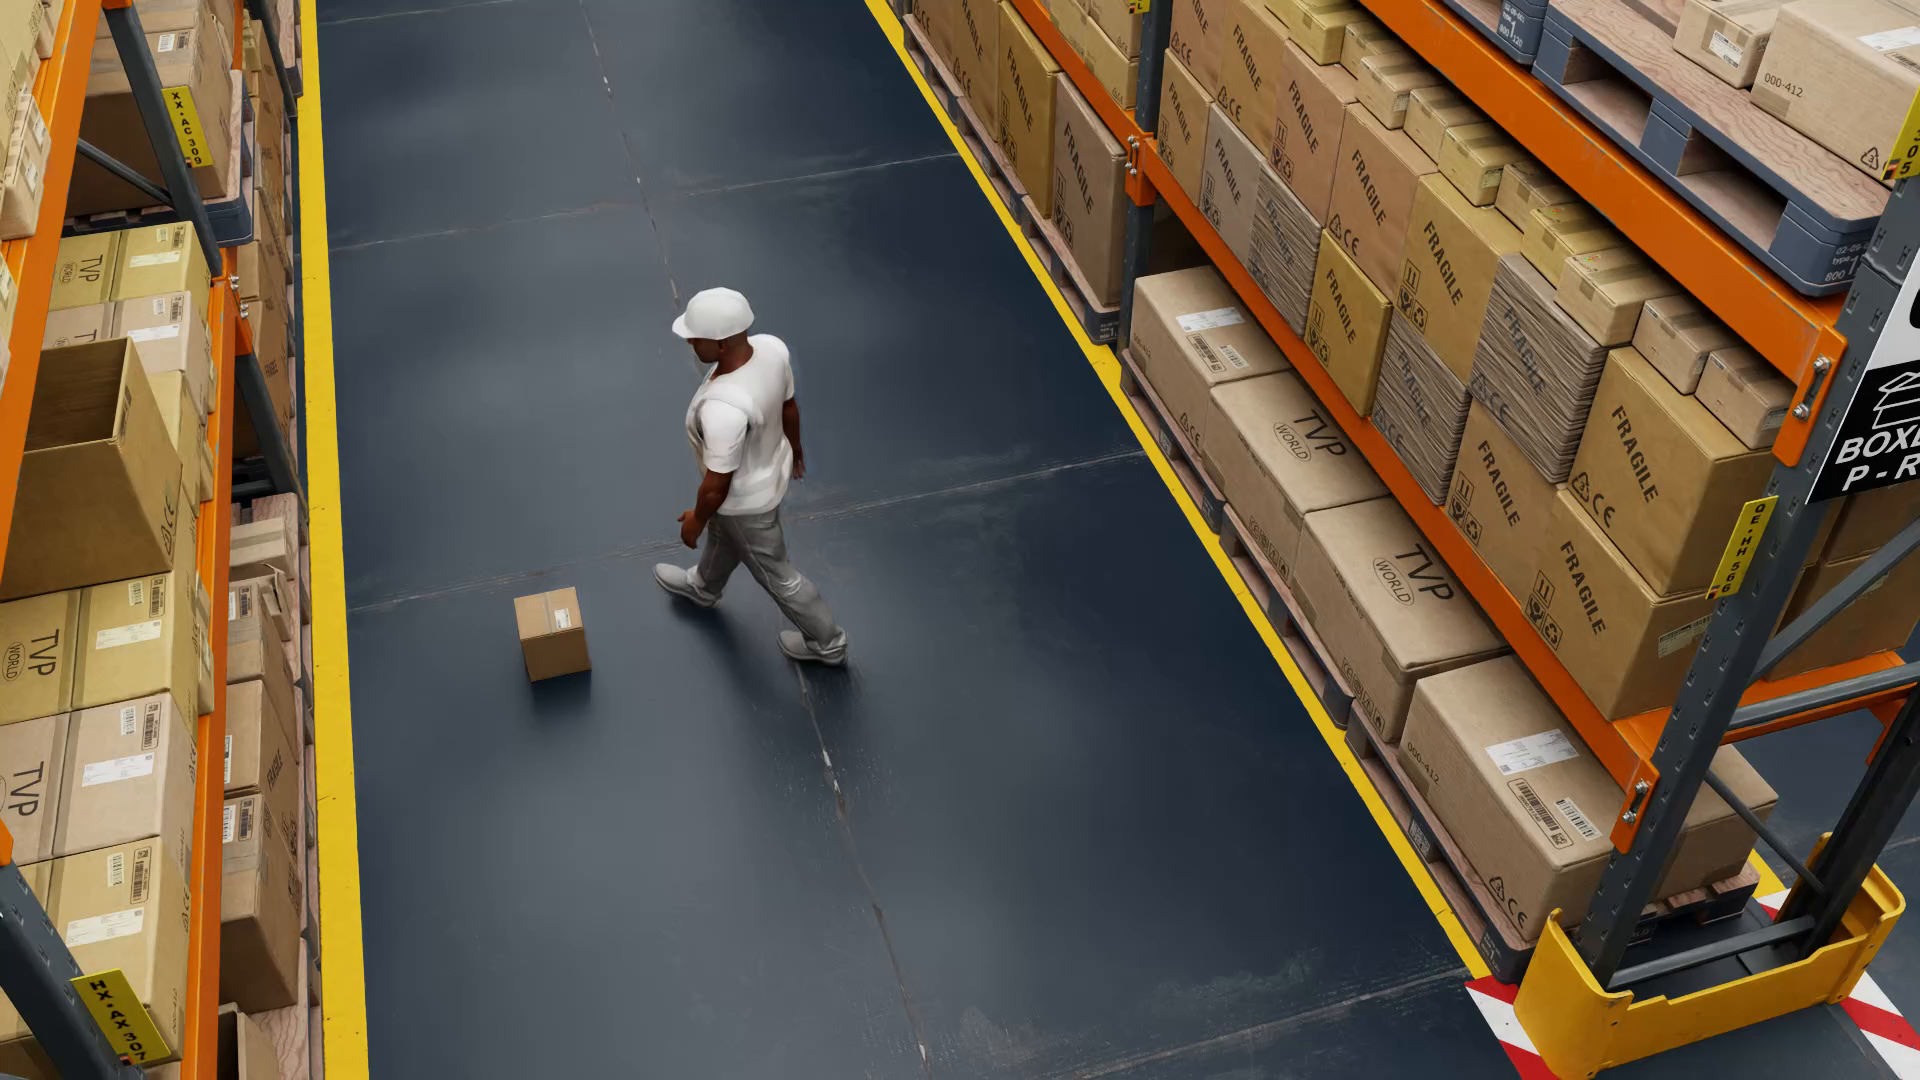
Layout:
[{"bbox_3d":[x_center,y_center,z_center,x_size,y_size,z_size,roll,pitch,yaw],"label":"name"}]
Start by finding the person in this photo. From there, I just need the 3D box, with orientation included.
[{"bbox_3d":[-0.902,-0.242,6.399,0.937,1.726,0.613,8,43,9],"label":"person"}]
